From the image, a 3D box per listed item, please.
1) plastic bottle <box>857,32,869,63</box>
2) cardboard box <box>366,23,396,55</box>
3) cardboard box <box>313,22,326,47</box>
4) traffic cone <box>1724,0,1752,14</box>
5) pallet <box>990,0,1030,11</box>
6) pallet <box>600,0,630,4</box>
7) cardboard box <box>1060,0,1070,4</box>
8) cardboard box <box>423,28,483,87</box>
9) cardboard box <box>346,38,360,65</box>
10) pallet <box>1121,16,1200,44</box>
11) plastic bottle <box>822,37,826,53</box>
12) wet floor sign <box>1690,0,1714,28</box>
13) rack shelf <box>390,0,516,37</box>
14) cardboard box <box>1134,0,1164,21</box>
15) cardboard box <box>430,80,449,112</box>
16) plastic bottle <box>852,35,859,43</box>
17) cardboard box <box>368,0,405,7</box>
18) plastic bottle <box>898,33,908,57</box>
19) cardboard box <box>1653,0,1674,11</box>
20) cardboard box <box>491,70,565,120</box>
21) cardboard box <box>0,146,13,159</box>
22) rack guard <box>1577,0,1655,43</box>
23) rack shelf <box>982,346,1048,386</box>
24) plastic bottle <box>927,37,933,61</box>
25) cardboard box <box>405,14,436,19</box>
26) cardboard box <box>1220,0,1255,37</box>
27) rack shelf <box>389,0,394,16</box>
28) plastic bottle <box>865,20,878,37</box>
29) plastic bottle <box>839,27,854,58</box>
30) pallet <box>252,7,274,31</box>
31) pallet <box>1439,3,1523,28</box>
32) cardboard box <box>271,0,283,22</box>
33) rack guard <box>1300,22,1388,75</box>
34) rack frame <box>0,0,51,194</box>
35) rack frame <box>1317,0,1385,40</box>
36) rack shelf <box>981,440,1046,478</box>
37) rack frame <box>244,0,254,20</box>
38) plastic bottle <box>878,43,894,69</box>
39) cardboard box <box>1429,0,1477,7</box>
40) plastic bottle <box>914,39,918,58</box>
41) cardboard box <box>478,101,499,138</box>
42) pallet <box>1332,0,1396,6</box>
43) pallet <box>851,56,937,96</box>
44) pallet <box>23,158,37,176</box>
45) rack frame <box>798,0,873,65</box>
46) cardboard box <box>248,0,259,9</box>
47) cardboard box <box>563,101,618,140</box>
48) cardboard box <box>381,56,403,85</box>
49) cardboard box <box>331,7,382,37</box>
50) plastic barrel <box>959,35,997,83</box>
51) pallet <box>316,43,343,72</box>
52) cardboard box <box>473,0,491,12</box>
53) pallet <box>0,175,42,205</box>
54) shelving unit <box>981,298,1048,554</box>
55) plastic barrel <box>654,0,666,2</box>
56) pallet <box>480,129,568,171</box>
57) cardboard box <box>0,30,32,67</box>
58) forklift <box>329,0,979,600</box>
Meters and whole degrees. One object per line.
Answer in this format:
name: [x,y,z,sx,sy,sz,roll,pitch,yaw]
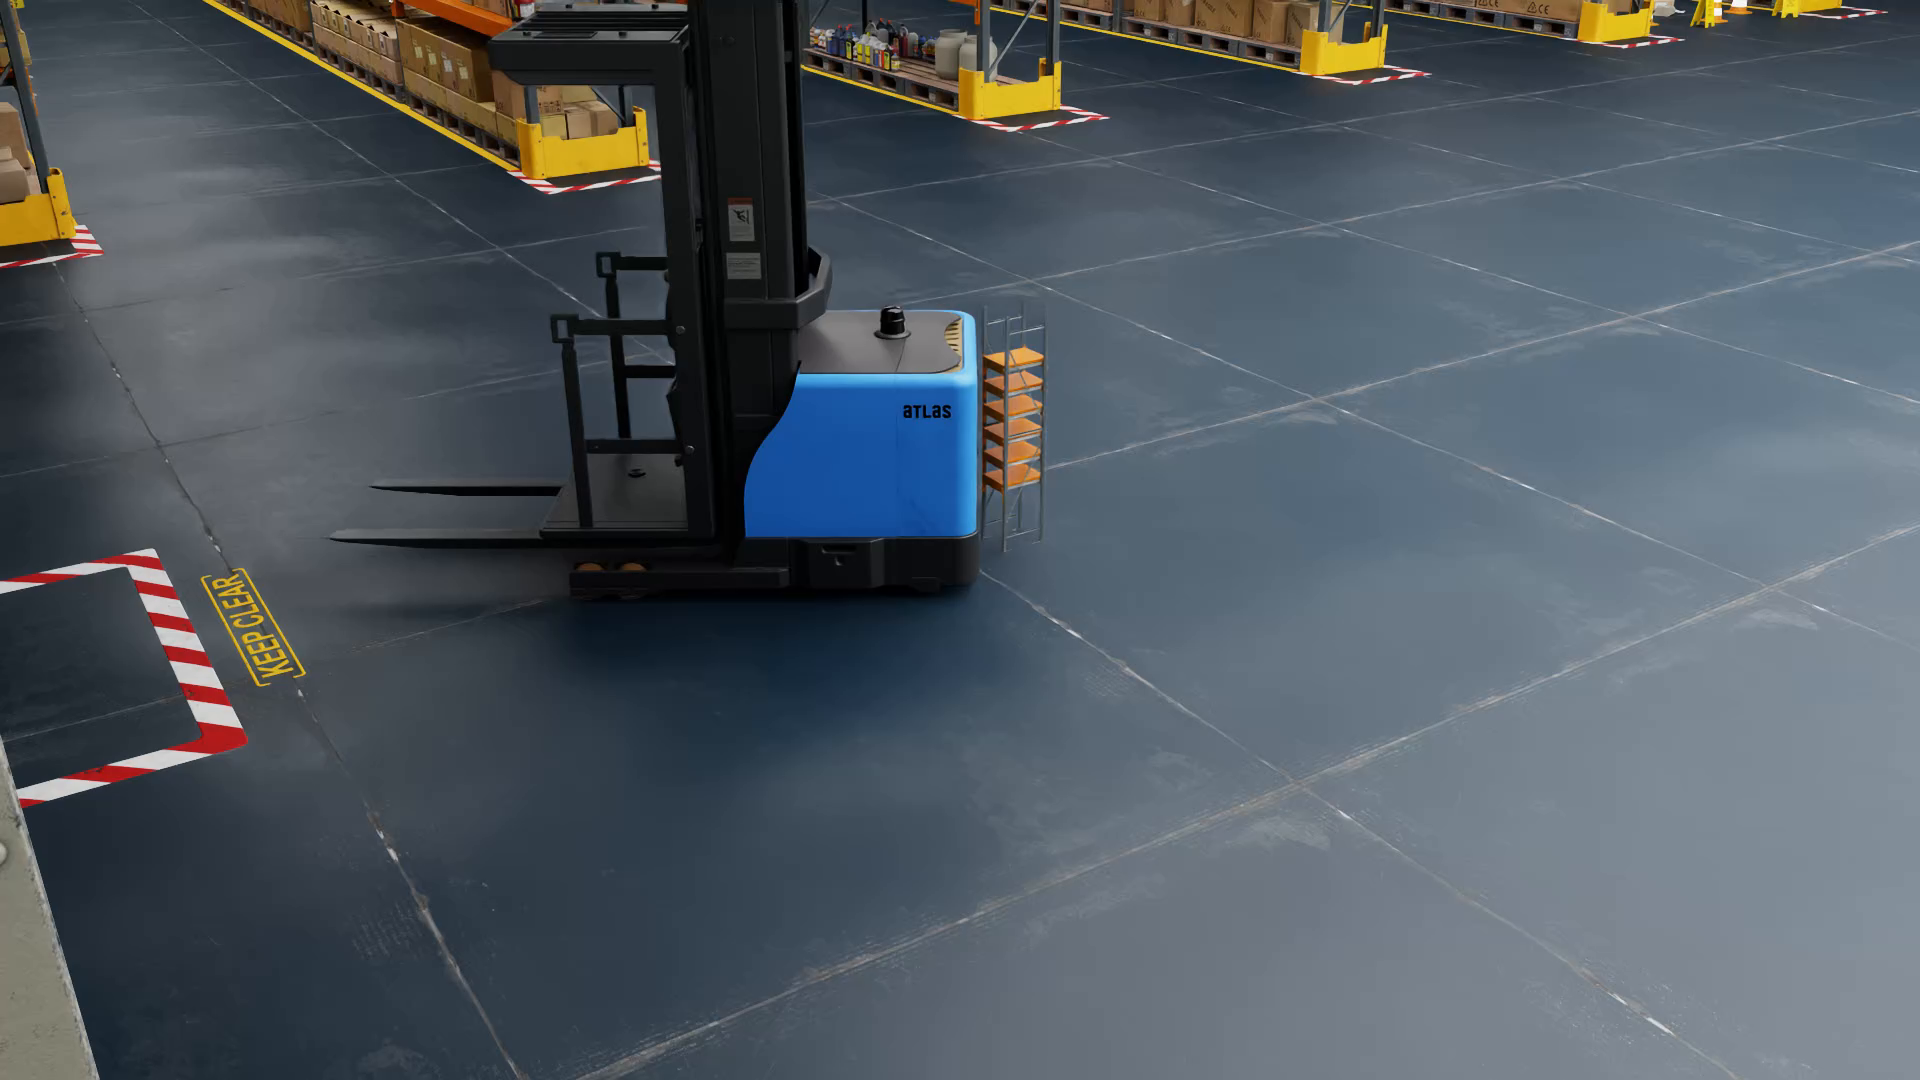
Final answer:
plastic bottle: [-1.130,-5.840,19.695,0.144,0.351,0.185,-16,30,-30]
cardboard box: [-6.461,-5.754,18.996,0.500,0.311,0.500,-15,29,-28]
cardboard box: [-7.854,-6.412,21.048,0.500,0.250,0.500,-16,29,-30]
traffic cone: [11.763,-8.183,25.042,0.336,0.463,0.334,-16,29,-30]
pallet: [0.833,-8.488,25.983,1.003,0.211,1.213,-16,29,-30]
pallet: [-4.869,-8.322,25.631,1.003,0.211,1.213,-16,29,-30]
cardboard box: [1.724,-8.266,24.660,0.700,0.500,0.500,-18,31,-34]
cardboard box: [-5.174,-4.980,17.136,0.500,0.500,0.500,-16,29,-30]
cardboard box: [-7.011,-5.865,19.888,0.500,0.250,0.500,-15,29,-29]
pallet: [2.988,-7.105,23.054,1.003,0.211,1.213,-16,29,-30]
plastic bottle: [-1.641,-6.088,20.396,0.097,0.201,0.097,0,25,0]
wet floor sign: [10.661,-7.674,23.749,0.267,0.644,0.232,-22,33,-38]
rack shelf: [-4.619,-5.250,16.700,1.077,0.370,4.000,-16,29,-30]
cardboard box: [2.776,-7.505,23.071,0.500,0.500,0.500,-17,30,-31]
cardboard box: [-5.174,-4.641,17.296,0.500,0.250,0.500,-16,29,-30]
plastic bottle: [-1.251,-5.912,19.941,0.097,0.271,0.097,0,25,0]
cardboard box: [-7.113,-6.607,20.805,0.500,0.311,0.500,-16,30,-30]
plastic bottle: [-0.688,-5.983,20.077,0.061,0.283,0.133,-16,29,-30]
cardboard box: [10.671,-8.185,25.415,0.380,0.149,0.250,-1,25,-3]
cardboard box: [-4.069,-4.268,15.628,0.500,0.500,0.500,-16,29,-30]
cardboard box: [-8.289,-3.160,14.064,0.500,0.311,0.500,-13,28,-25]
rack guard: [8.999,-7.148,22.806,1.175,0.500,0.348,-16,29,-30]
rack shelf: [0.259,-0.823,7.849,0.258,0.103,0.180,-16,29,-30]
plastic bottle: [-0.345,-5.858,19.826,0.097,0.271,0.097,0,25,0]
cardboard box: [-6.280,-6.062,19.649,0.500,0.311,0.500,-17,30,-31]
cardboard box: [3.767,-6.888,21.764,0.500,0.500,0.500,-13,28,-25]
rack shelf: [-6.802,-6.681,19.731,1.077,0.370,4.000,-16,29,-30]
plastic bottle: [-1.086,-6.248,20.559,0.144,0.351,0.185,-16,29,-30]
plastic bottle: [-1.362,-5.992,20.017,0.144,0.351,0.185,-17,30,-32]
pallet: [-9.602,-7.609,24.121,1.003,0.211,1.213,-16,29,-30]
pallet: [7.822,-7.730,24.377,1.003,0.211,1.213,-16,29,-30]
cardboard box: [-9.175,-7.441,22.912,0.500,0.500,0.500,-17,30,-31]
rack guard: [4.734,-6.064,20.510,1.175,0.500,0.348,-16,29,-30]
rack frame: [-7.675,-3.704,12.583,1.000,3.000,0.127,-16,29,-30]
rack frame: [4.775,-7.167,19.919,1.000,3.000,0.127,-16,29,-30]
rack shelf: [0.259,-0.389,8.054,0.258,0.103,0.180,-16,29,-30]
rack frame: [-10.078,-9.152,24.124,1.000,3.000,0.127,-16,29,-30]
plastic bottle: [-0.859,-5.632,19.341,0.152,0.276,0.135,-15,29,-29]
cardboard box: [7.582,-8.384,24.493,0.875,0.875,0.875,-15,29,-29]
plastic bottle: [-0.511,-5.935,20.071,0.097,0.201,0.097,0,25,0]
cardboard box: [-4.350,-4.106,16.162,0.500,0.250,0.500,-16,29,-30]
pallet: [6.318,-8.715,26.464,1.003,0.211,1.213,-16,29,-30]
pallet: [-0.556,-5.496,19.645,1.003,0.211,1.213,-16,29,-30]
pallet: [-8.793,-3.205,14.793,1.003,0.211,1.213,-16,29,-30]
rack frame: [-1.558,-7.444,20.505,1.000,3.000,0.127,-16,29,-30]
cardboard box: [-10.018,-7.991,24.076,0.500,0.500,0.500,-17,30,-32]
cardboard box: [-3.633,-4.050,16.045,0.500,0.250,0.500,-16,29,-30]
cardboard box: [-6.180,-5.318,18.731,0.500,0.250,0.500,-16,30,-30]
cardboard box: [-7.284,-6.297,20.147,0.500,0.311,0.500,-16,30,-31]
plastic barrel: [0.202,-5.296,18.376,0.421,0.512,0.421,0,25,0]
pallet: [-7.477,-6.157,21.045,1.003,0.211,1.213,-16,29,-30]
cardboard box: [-4.328,-5.441,16.145,0.700,0.500,0.500,-15,29,-29]
pallet: [-8.131,-2.769,13.869,1.003,0.211,1.213,-16,29,-30]
shelving unit: [0.259,-0.538,7.984,0.258,1.200,0.189,-16,29,-30]
plastic barrel: [-4.406,-8.292,24.723,0.421,0.512,0.421,0,25,0]
pallet: [-3.979,-3.863,16.186,1.003,0.211,1.213,-16,29,-30]
cardboard box: [-7.676,-3.894,13.137,0.500,0.250,0.500,-17,30,-31]
forklift: [-1.428,-1.275,7.517,3.031,2.935,1.130,0,25,0]
